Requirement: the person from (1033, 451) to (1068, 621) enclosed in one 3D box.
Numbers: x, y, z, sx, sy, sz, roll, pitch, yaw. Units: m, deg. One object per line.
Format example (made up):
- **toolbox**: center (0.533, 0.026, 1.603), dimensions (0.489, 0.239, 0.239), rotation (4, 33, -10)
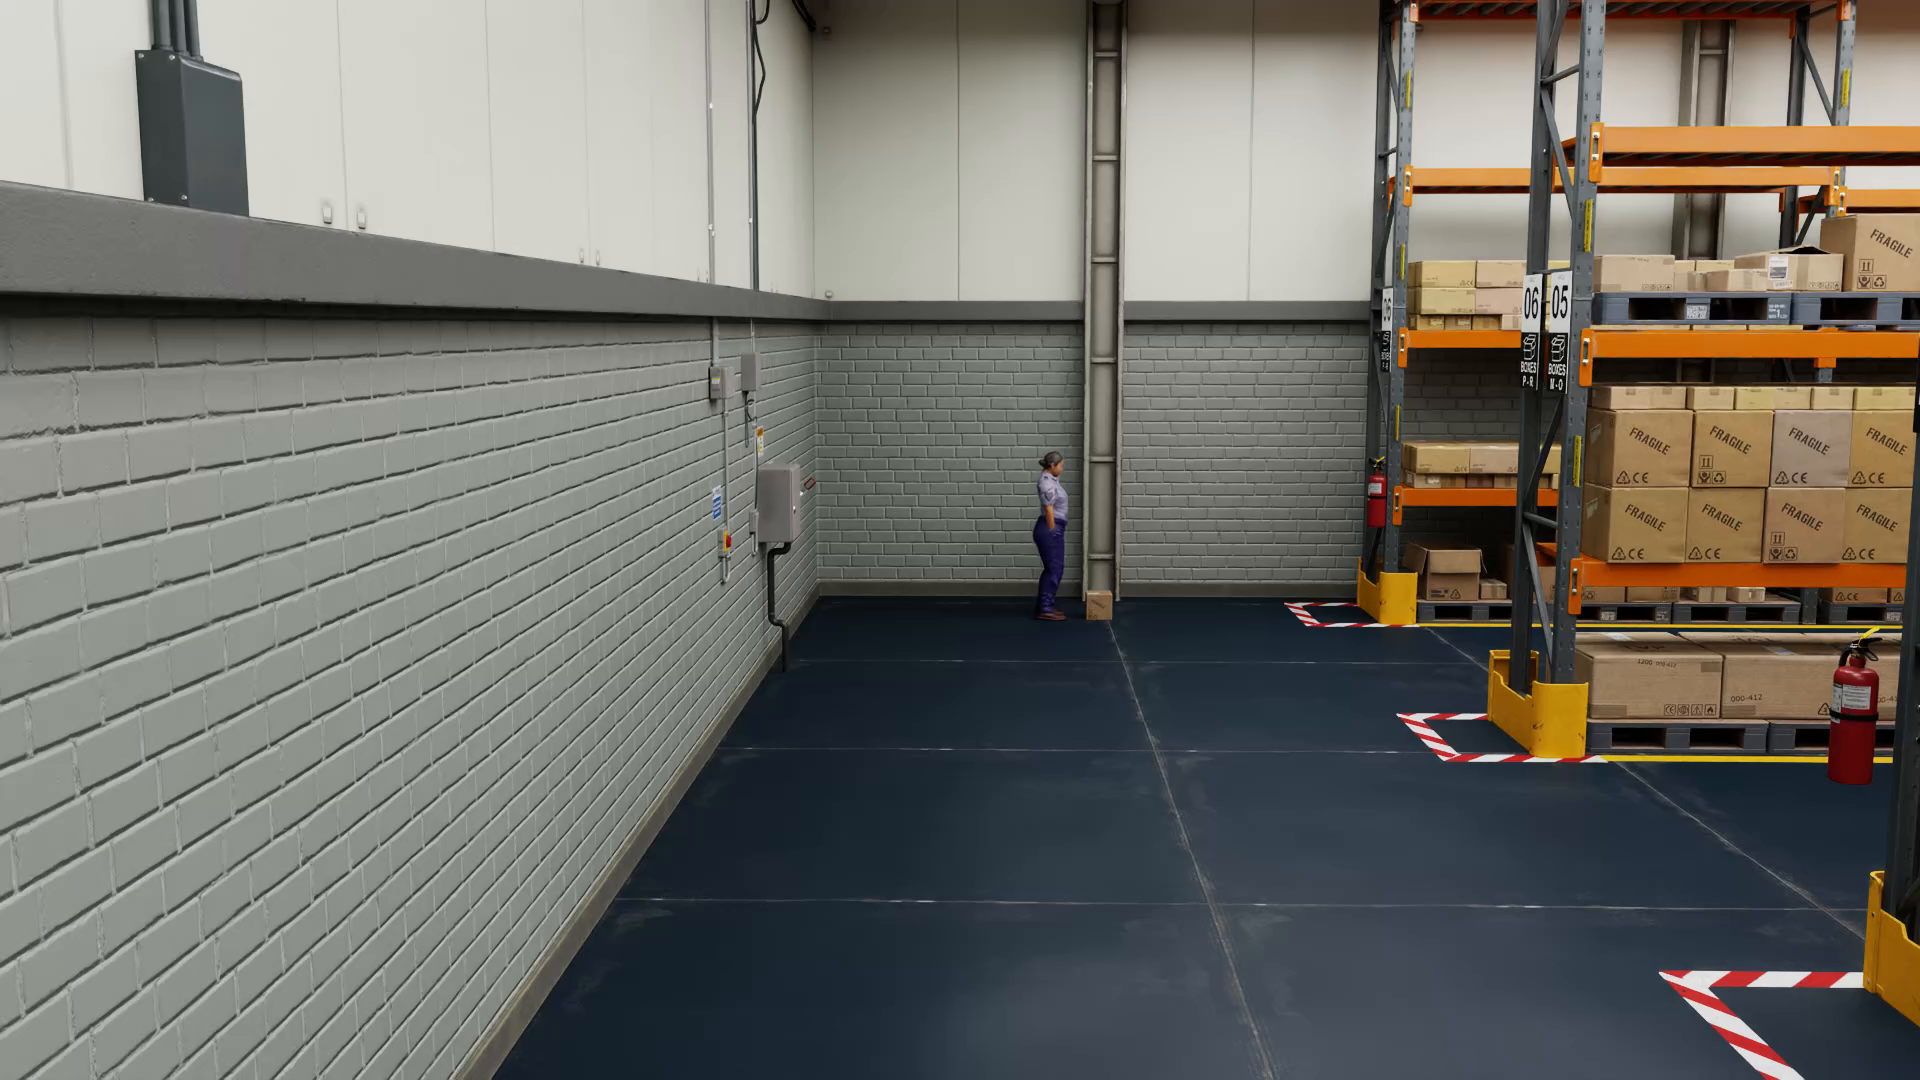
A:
- **person**: center (0.884, -0.047, 16.271), dimensions (0.339, 1.641, 0.474), rotation (0, 7, 2)
